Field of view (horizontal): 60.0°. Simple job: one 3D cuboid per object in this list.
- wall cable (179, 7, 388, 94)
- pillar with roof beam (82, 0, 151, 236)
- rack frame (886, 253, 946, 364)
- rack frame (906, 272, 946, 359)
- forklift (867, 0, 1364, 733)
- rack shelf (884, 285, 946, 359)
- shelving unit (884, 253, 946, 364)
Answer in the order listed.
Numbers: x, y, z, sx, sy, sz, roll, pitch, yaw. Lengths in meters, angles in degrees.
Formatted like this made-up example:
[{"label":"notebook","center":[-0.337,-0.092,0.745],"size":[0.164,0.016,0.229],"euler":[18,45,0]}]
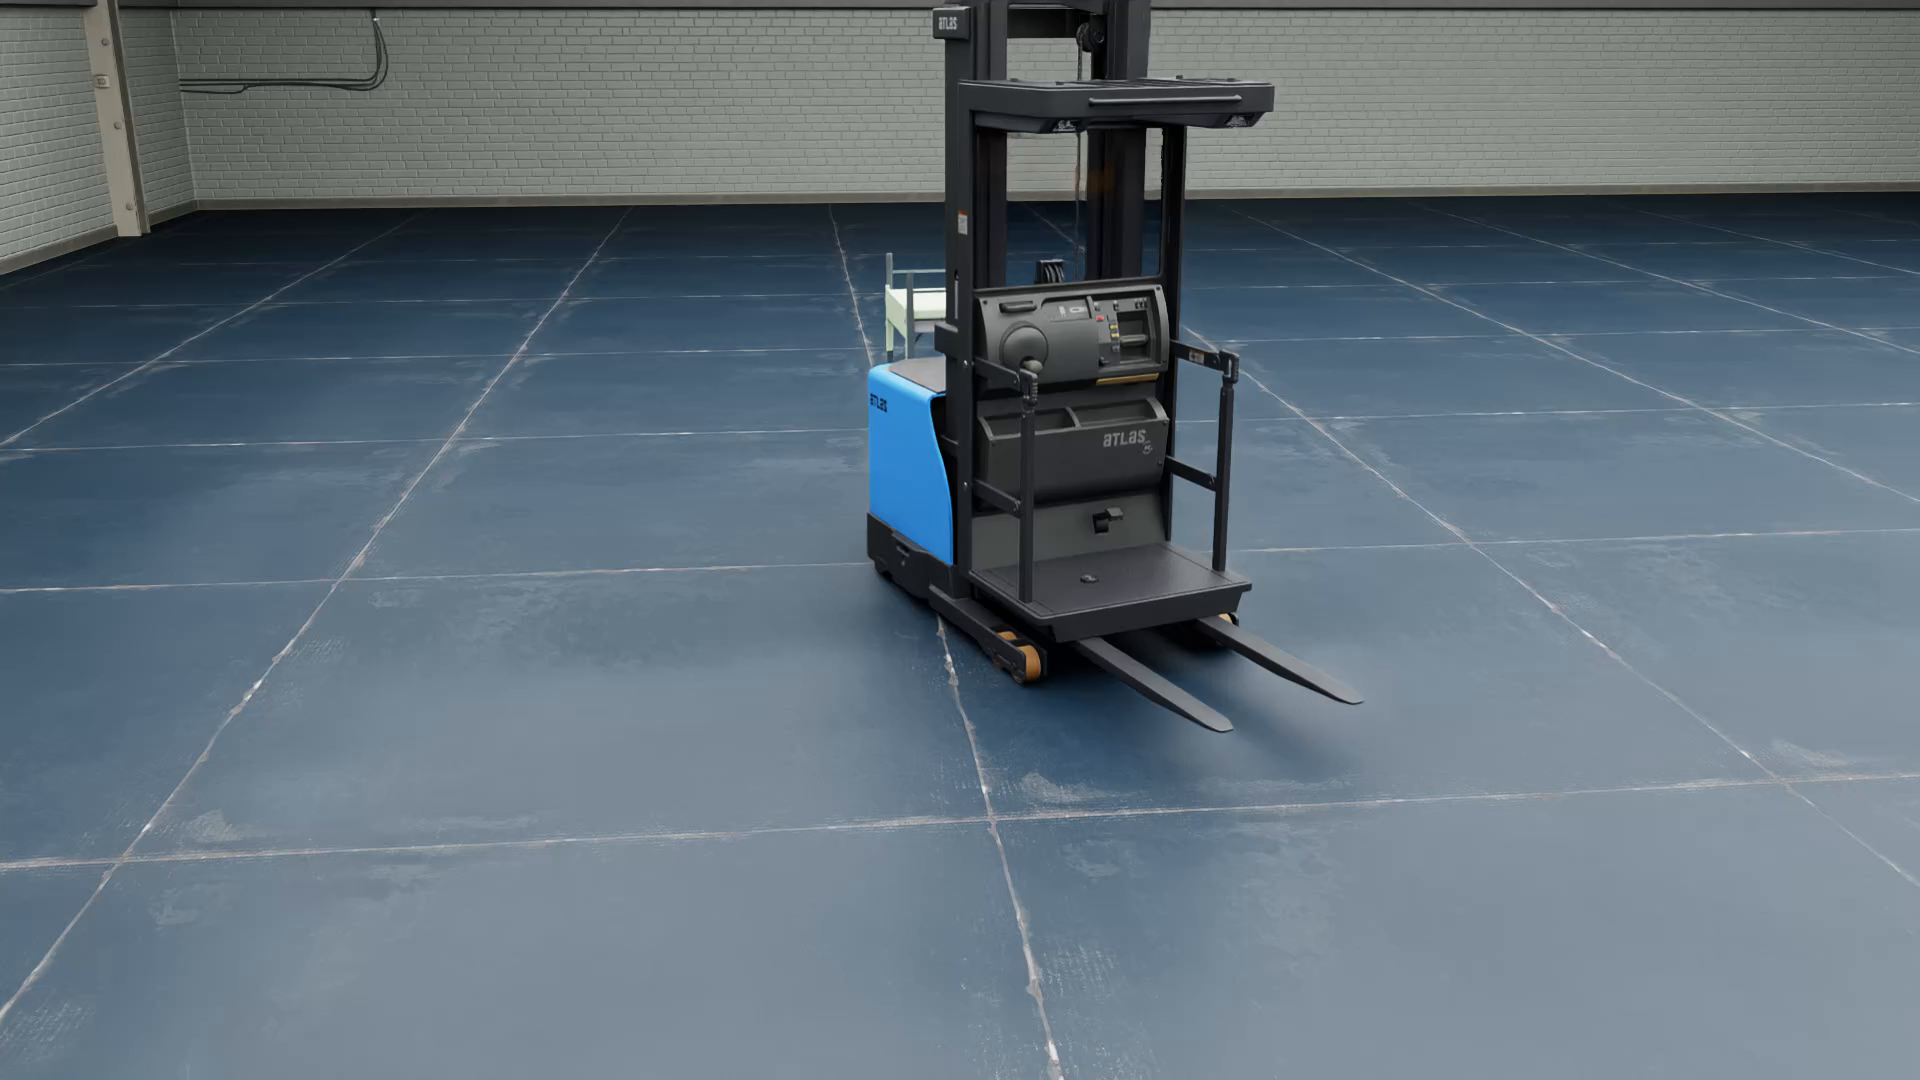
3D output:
[{"label":"wall cable","center":[-9.994,-7.800,24.183],"size":[3.097,2.526,0.112],"euler":[-2,18,-6]},{"label":"pillar with roof beam","center":[-6.724,-8.496,21.215],"size":[9.100,9.000,0.400],"euler":[-2,18,-6]},{"label":"rack frame","center":[-0.216,-0.892,9.513],"size":[0.400,1.500,0.023],"euler":[-3,18,-10]},{"label":"rack frame","center":[-0.078,-0.676,8.827],"size":[0.400,1.500,0.023],"euler":[-3,18,-10]},{"label":"forklift","center":[0.611,-0.926,7.234],"size":[1.130,2.935,3.031],"euler":[-8,19,-24]},{"label":"rack shelf","center":[-0.147,-1.156,9.053],"size":[0.431,0.370,0.720],"euler":[-3,18,-10]},{"label":"shelving unit","center":[-0.147,-0.784,9.170],"size":[0.431,1.500,0.755],"euler":[-3,18,-10]}]
